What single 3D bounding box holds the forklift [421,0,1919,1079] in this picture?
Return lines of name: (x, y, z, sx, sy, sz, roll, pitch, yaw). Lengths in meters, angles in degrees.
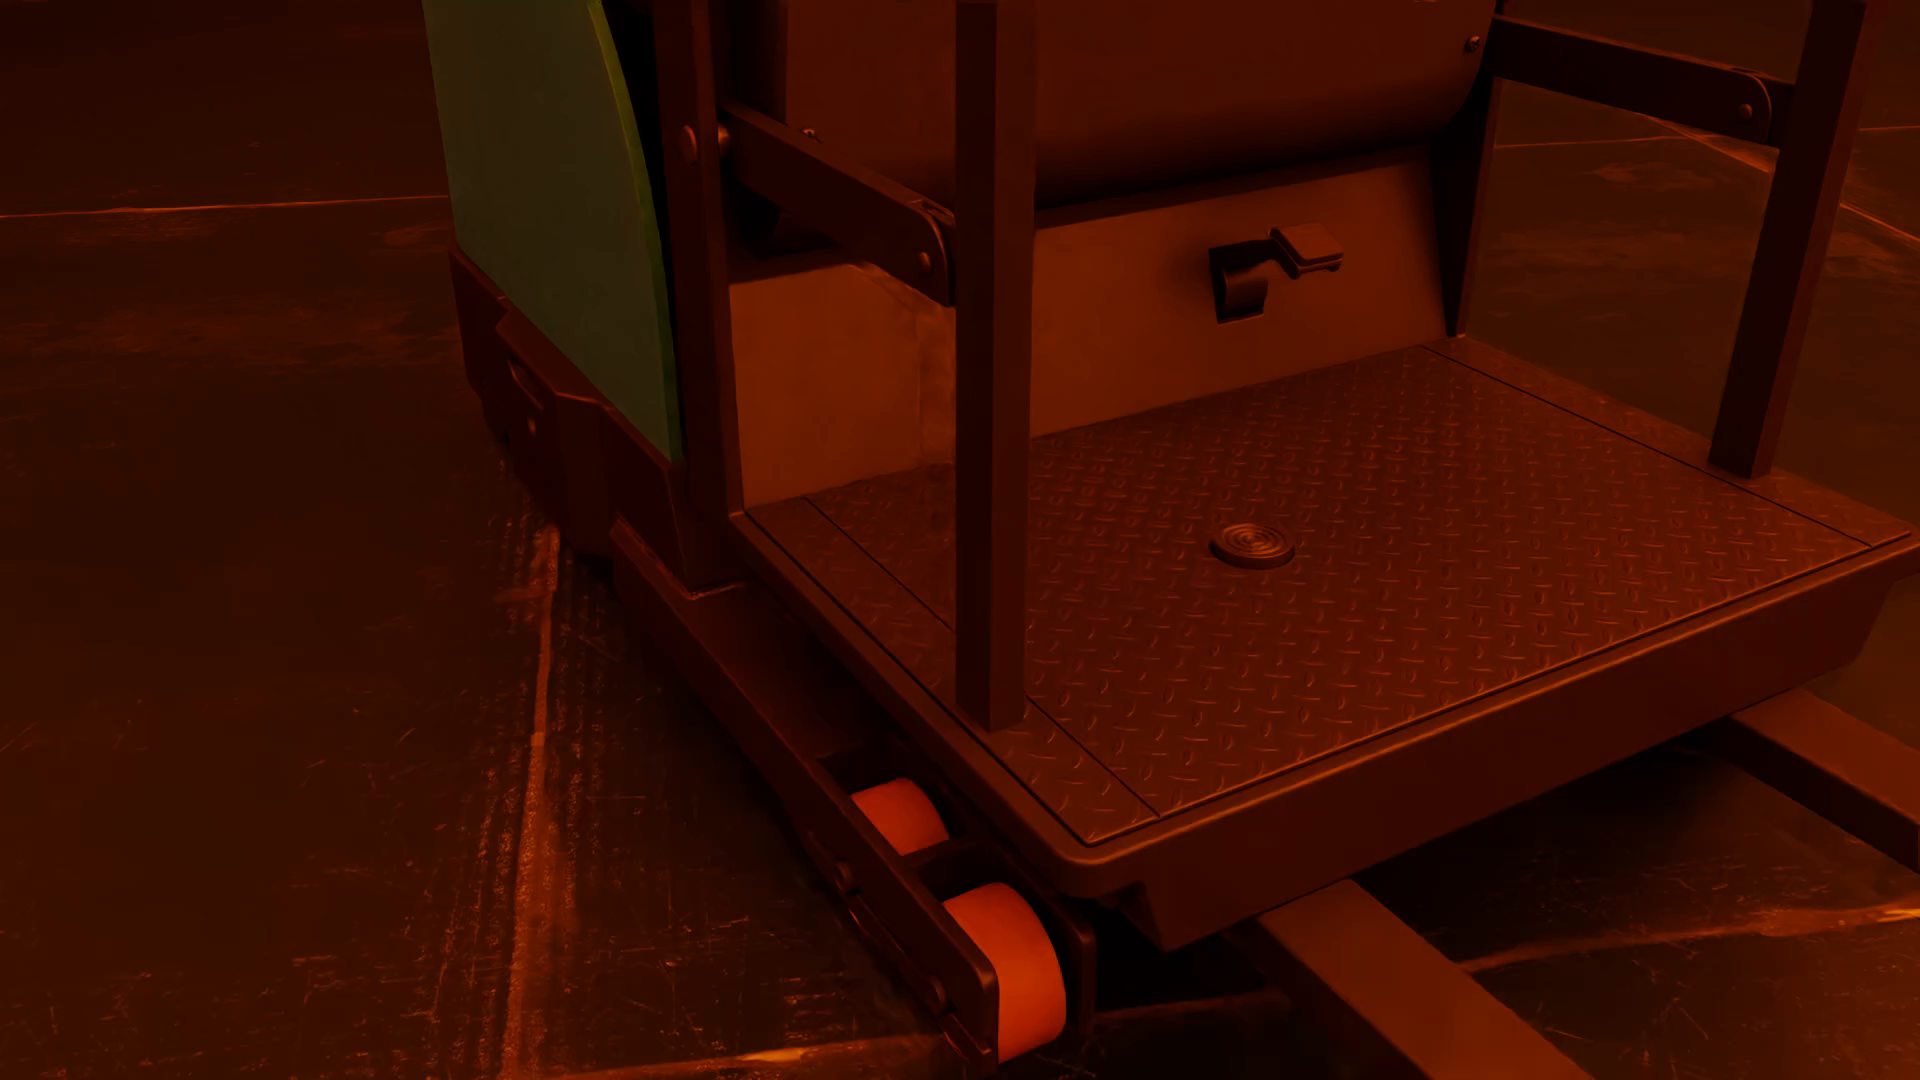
forklift: (0.320, -1.048, 1.348, 1.130, 2.935, 3.031, -15, 32, -26)
